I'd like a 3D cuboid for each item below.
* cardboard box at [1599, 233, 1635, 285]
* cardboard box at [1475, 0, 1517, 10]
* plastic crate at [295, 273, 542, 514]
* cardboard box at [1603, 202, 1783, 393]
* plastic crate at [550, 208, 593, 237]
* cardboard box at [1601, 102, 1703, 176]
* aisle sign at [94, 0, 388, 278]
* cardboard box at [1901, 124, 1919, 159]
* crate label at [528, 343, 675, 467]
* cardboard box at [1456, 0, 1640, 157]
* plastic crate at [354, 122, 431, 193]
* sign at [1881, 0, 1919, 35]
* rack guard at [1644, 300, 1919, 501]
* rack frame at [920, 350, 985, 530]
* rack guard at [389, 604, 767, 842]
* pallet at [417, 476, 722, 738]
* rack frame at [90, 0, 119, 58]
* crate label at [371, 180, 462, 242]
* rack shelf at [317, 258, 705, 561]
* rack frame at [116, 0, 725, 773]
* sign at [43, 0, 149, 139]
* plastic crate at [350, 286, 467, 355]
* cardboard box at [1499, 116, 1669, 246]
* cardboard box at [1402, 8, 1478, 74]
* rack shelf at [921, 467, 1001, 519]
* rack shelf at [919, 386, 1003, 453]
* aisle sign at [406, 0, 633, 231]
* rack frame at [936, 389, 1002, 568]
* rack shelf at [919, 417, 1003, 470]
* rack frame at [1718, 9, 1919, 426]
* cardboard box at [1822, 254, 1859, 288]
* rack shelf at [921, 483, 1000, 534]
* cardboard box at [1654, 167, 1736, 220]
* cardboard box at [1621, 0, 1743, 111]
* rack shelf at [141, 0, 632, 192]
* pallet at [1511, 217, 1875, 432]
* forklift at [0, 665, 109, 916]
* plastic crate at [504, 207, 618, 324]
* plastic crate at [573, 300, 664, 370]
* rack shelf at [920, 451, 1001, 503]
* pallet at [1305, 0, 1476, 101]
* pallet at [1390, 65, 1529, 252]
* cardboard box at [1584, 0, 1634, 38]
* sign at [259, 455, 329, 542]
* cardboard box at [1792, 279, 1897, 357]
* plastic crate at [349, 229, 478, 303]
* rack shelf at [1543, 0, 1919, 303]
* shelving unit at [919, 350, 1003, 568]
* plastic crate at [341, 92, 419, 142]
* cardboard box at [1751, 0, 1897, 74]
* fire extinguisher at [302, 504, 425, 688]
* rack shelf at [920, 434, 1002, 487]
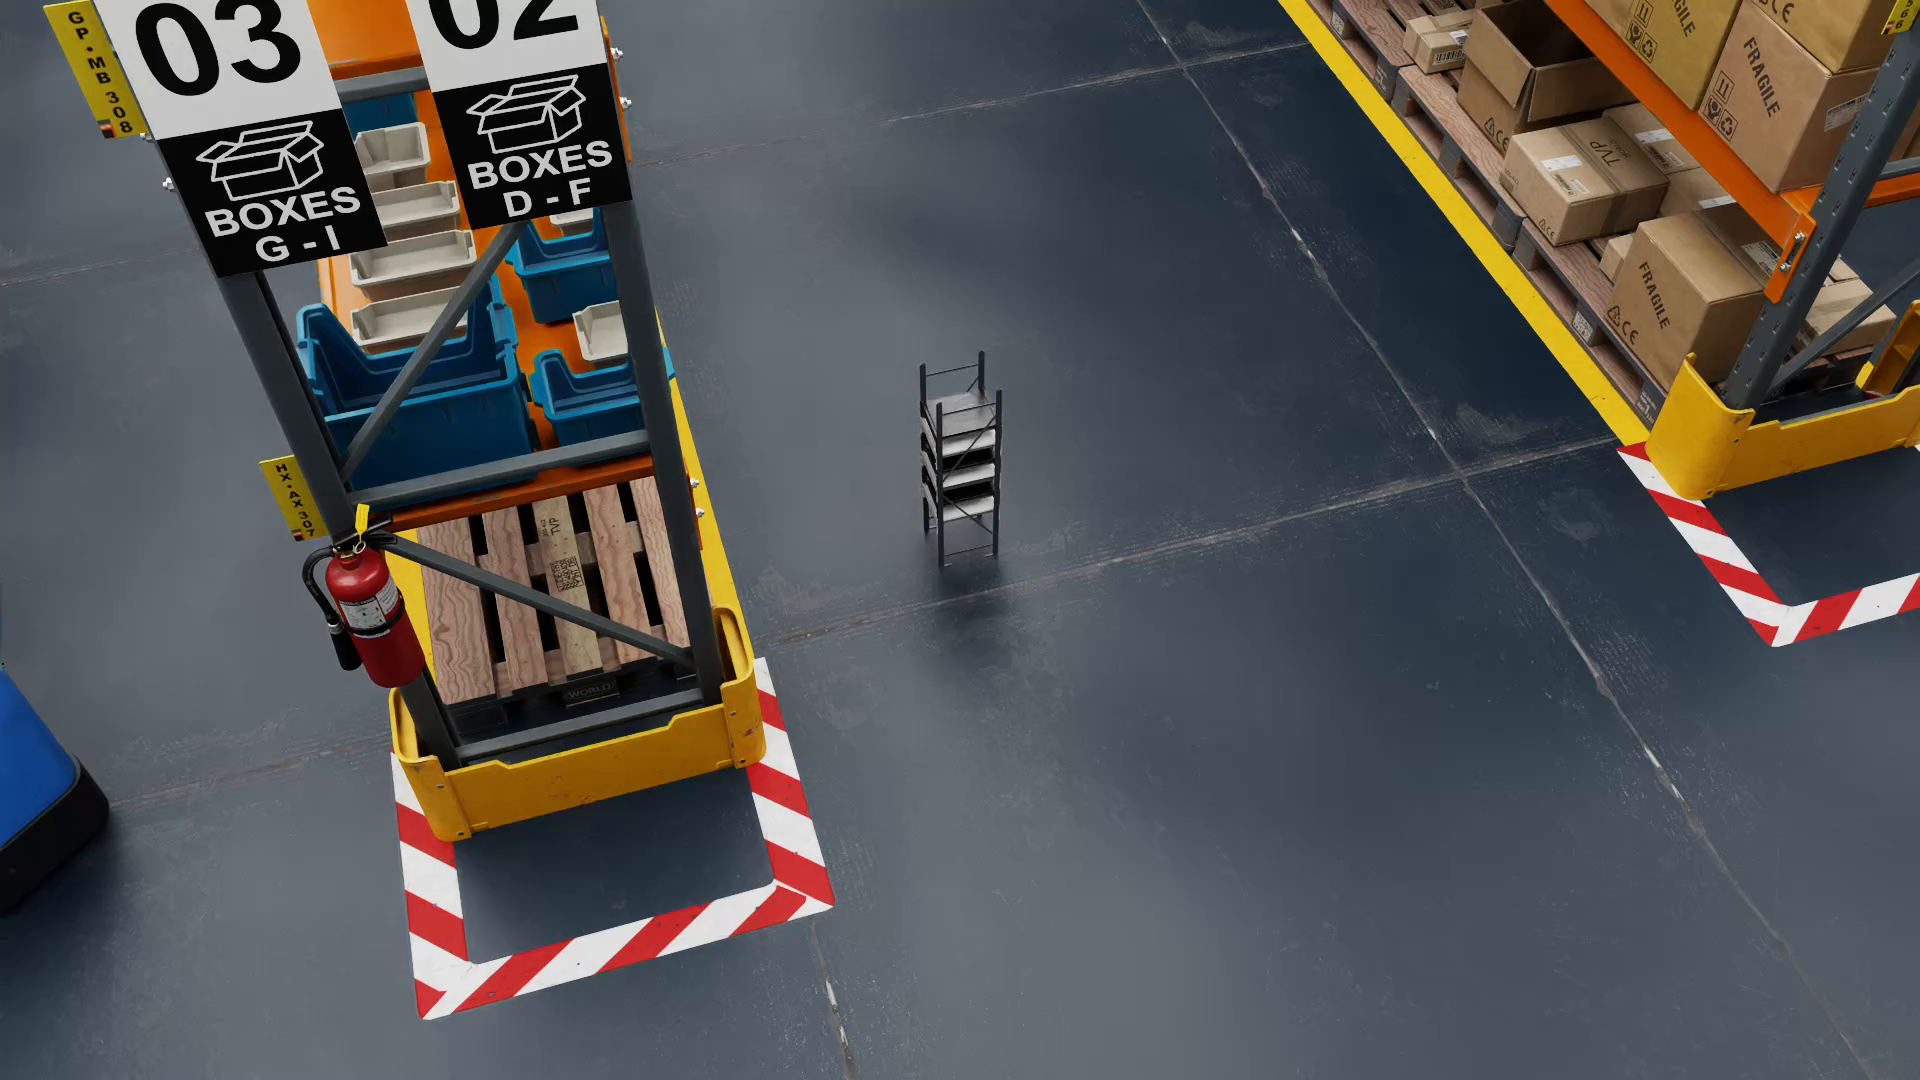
[{"bbox_3d":[3.003,-1.199,7.154,0.380,0.166,0.250,-13,51,-11],"label":"cardboard box"},{"bbox_3d":[2.911,-2.610,8.249,0.500,0.311,0.500,-13,51,-11],"label":"cardboard box"},{"bbox_3d":[-1.578,-0.429,4.877,0.616,0.435,0.499,-13,51,-11],"label":"plastic crate"},{"bbox_3d":[3.037,-0.991,6.760,0.500,0.500,0.500,-13,51,-11],"label":"cardboard box"},{"bbox_3d":[-1.275,-1.133,5.666,0.250,0.136,0.298,-13,51,-11],"label":"plastic crate"},{"bbox_3d":[3.247,-1.760,7.572,0.500,0.250,0.500,-13,51,-11],"label":"cardboard box"},{"bbox_3d":[-1.559,-0.915,3.649,0.394,0.787,0.004,-13,51,-11],"label":"aisle sign"},{"bbox_3d":[3.553,-1.729,5.970,0.500,0.500,0.500,-12,51,-10],"label":"cardboard box"},{"bbox_3d":[-1.059,-0.416,4.999,0.416,0.233,0.303,-13,51,-11],"label":"crate label"},{"bbox_3d":[2.810,-2.201,7.778,0.797,0.503,0.637,-13,51,-11],"label":"cardboard box"},{"bbox_3d":[-1.997,-1.310,5.815,0.298,0.136,0.250,-13,51,-11],"label":"plastic crate"},{"bbox_3d":[2.897,-1.677,5.028,0.100,0.325,0.005,-13,51,-11],"label":"sign"},{"bbox_3d":[3.410,-0.563,6.687,1.175,0.500,0.348,-13,51,-11],"label":"rack guard"},{"bbox_3d":[-0.028,-0.358,6.253,0.240,0.900,0.006,-13,51,-11],"label":"rack frame"},{"bbox_3d":[-1.281,0.625,5.686,1.175,0.500,0.348,-13,51,-11],"label":"rack guard"},{"bbox_3d":[-1.507,0.092,6.324,1.003,0.211,1.213,-13,51,-11],"label":"pallet"},{"bbox_3d":[-1.300,-2.129,2.449,1.000,3.000,0.127,-13,51,-11],"label":"rack frame"},{"bbox_3d":[-1.892,-1.098,5.636,0.396,0.136,0.243,-13,51,-11],"label":"crate label"},{"bbox_3d":[-1.892,-1.425,6.249,1.077,0.370,4.000,-13,51,-11],"label":"rack shelf"},{"bbox_3d":[-1.300,-0.196,4.743,1.000,3.000,0.127,-13,51,-11],"label":"rack frame"},{"bbox_3d":[-1.821,-0.993,3.521,0.100,0.325,0.005,-13,51,-11],"label":"sign"},{"bbox_3d":[-1.714,-0.685,5.288,0.396,0.136,0.243,-13,51,-11],"label":"plastic crate"},{"bbox_3d":[2.784,-1.611,7.446,0.500,0.250,0.500,-13,51,-11],"label":"cardboard box"},{"bbox_3d":[2.433,-2.478,8.232,0.380,0.166,0.250,-13,51,-11],"label":"cardboard box"},{"bbox_3d":[0.002,-0.205,6.285,0.258,0.077,0.200,-13,51,-11],"label":"rack shelf"},{"bbox_3d":[0.002,-0.437,6.010,0.258,0.077,0.200,-13,51,-11],"label":"rack shelf"},{"bbox_3d":[-0.995,-1.048,3.761,0.394,0.787,0.004,-13,51,-11],"label":"aisle sign"},{"bbox_3d":[0.032,-0.210,6.128,0.240,0.900,0.006,-13,51,-11],"label":"rack frame"},{"bbox_3d":[0.002,-0.379,6.078,0.258,0.077,0.200,-13,51,-11],"label":"rack shelf"},{"bbox_3d":[3.433,-1.313,5.685,1.000,3.000,0.127,-13,51,-11],"label":"rack frame"},{"bbox_3d":[3.563,-1.108,7.077,0.380,0.166,0.250,-13,51,-11],"label":"cardboard box"},{"bbox_3d":[0.002,-0.147,6.354,0.258,0.077,0.200,-13,51,-11],"label":"rack shelf"},{"bbox_3d":[3.395,-1.395,7.264,0.500,0.250,0.500,-13,51,-11],"label":"cardboard box"},{"bbox_3d":[2.884,-1.989,6.189,0.500,0.500,0.500,-13,51,-11],"label":"cardboard box"},{"bbox_3d":[-1.892,-2.391,5.102,1.077,0.370,4.000,-13,51,-11],"label":"rack shelf"},{"bbox_3d":[3.174,-1.052,7.288,1.003,0.211,1.213,-13,51,-11],"label":"pallet"},{"bbox_3d":[-4.408,-0.289,4.866,3.031,2.935,1.130,27,55,21],"label":"forklift"},{"bbox_3d":[-1.253,-0.897,5.404,0.416,0.233,0.300,-13,51,-11],"label":"plastic crate"},{"bbox_3d":[-1.074,-0.638,5.249,0.250,0.136,0.298,-13,51,-11],"label":"plastic crate"},{"bbox_3d":[0.002,-0.263,6.216,0.258,0.077,0.200,-13,51,-11],"label":"rack shelf"},{"bbox_3d":[2.452,-2.834,8.791,1.003,0.211,1.213,-13,51,-11],"label":"pallet"},{"bbox_3d":[2.816,-1.941,8.038,1.003,0.211,1.213,-13,51,-11],"label":"pallet"},{"bbox_3d":[2.741,-2.355,6.497,0.500,0.500,0.500,-13,51,-11],"label":"cardboard box"},{"bbox_3d":[-1.821,-0.112,4.566,0.100,0.325,0.005,-13,51,-11],"label":"sign"},{"bbox_3d":[3.637,-0.919,6.930,0.380,0.149,0.250,-13,51,-11],"label":"cardboard box"},{"bbox_3d":[-1.786,-0.900,5.469,0.396,0.136,0.243,-13,51,-11],"label":"plastic crate"},{"bbox_3d":[2.841,-2.542,7.191,1.077,0.370,4.000,-13,51,-11],"label":"rack shelf"},{"bbox_3d":[0.002,-0.284,6.191,0.258,0.900,0.210,-13,51,-11],"label":"shelving unit"},{"bbox_3d":[-2.152,-1.603,6.000,0.416,0.233,0.300,-13,51,-11],"label":"plastic crate"},{"bbox_3d":[3.038,-1.930,5.486,0.500,0.500,0.500,-14,51,-11],"label":"cardboard box"},{"bbox_3d":[-1.690,0.162,4.735,0.296,0.674,0.183,-13,51,-11],"label":"fire extinguisher"},{"bbox_3d":[0.002,-0.321,6.147,0.258,0.077,0.200,-13,51,-11],"label":"rack shelf"}]
